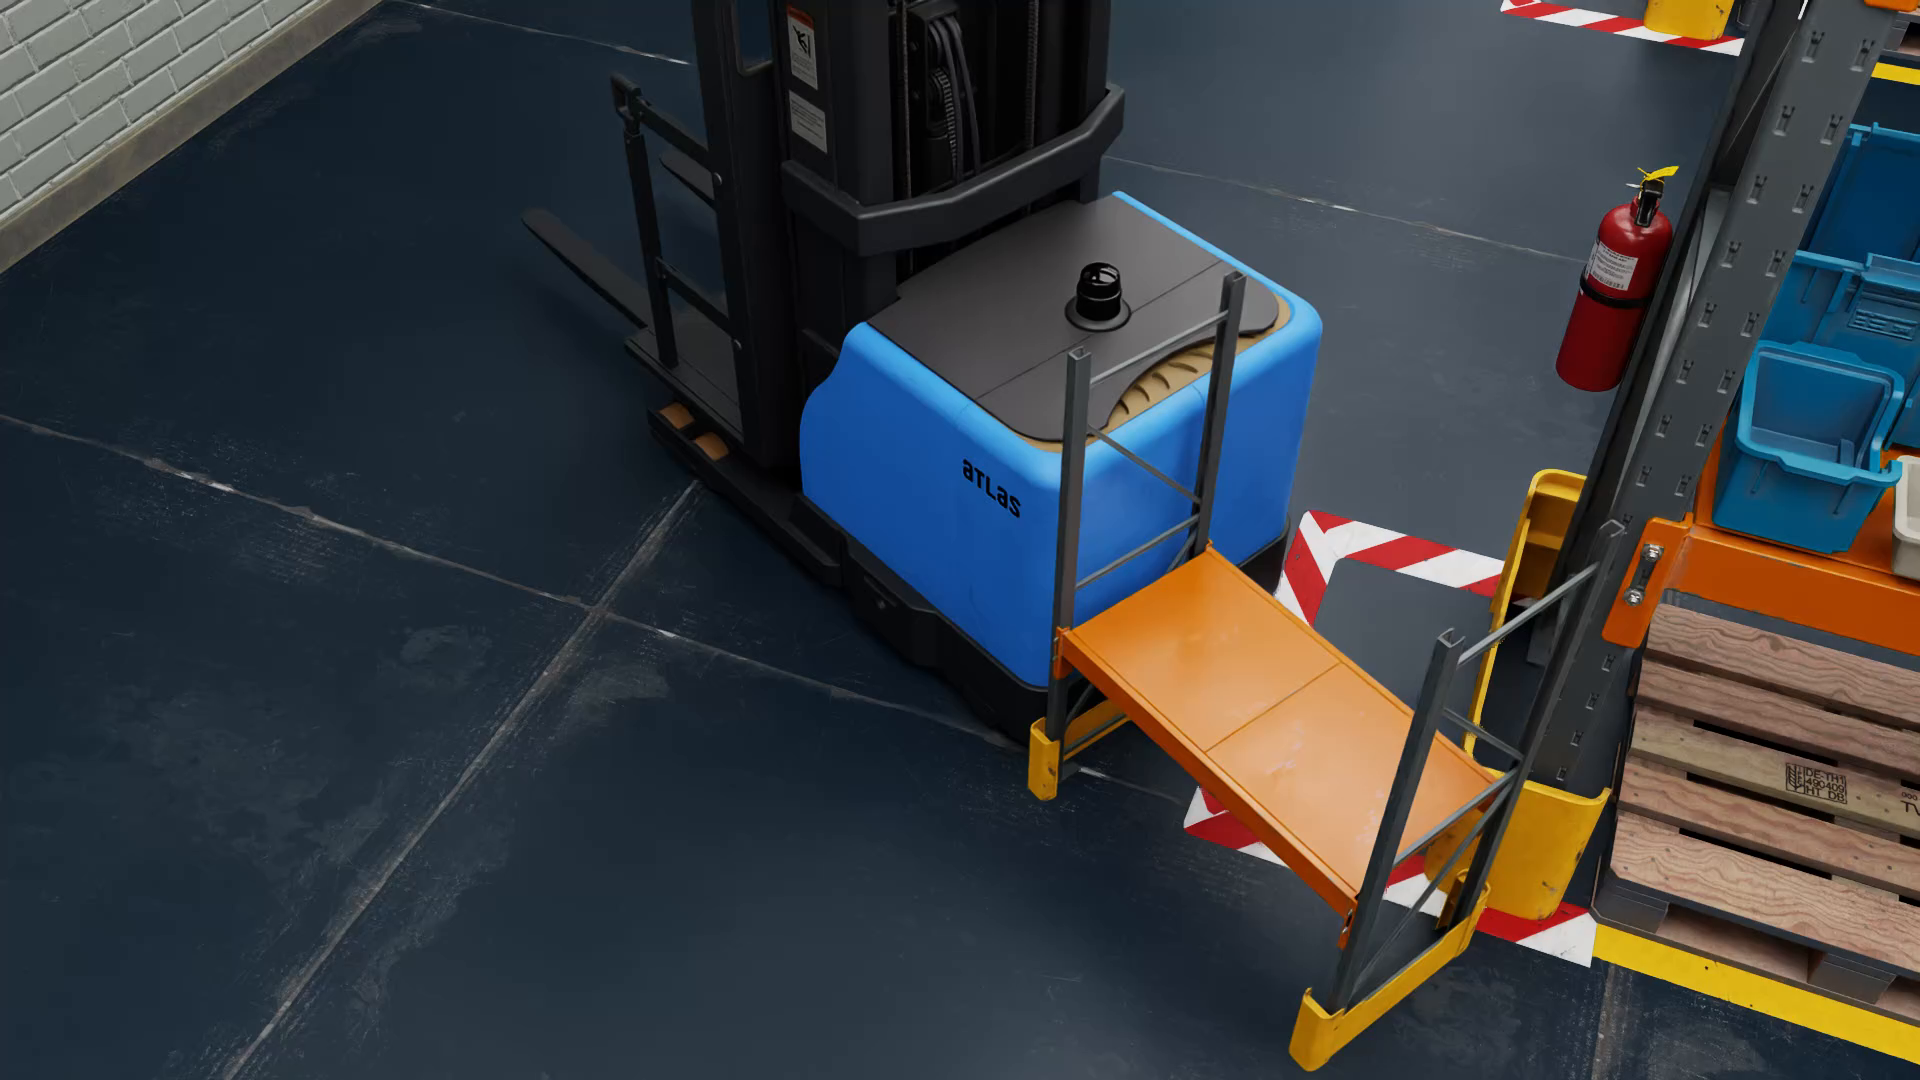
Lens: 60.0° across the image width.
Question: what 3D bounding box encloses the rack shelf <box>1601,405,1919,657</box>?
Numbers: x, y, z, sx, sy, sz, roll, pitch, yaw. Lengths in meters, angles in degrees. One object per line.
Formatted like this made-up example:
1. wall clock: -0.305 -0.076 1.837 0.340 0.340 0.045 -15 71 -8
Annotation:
1. rack shelf: 3.457 0.298 3.334 4.000 0.370 1.077 16 47 16

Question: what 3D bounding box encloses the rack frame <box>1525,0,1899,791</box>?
1. rack frame: 1.611 -0.500 3.626 0.127 3.000 1.000 16 47 16

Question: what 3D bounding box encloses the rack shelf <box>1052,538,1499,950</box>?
1. rack shelf: 0.744 0.449 3.990 0.538 0.185 1.000 -28 51 -26

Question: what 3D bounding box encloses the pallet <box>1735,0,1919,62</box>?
1. pallet: 4.286 -2.570 7.683 1.213 0.211 1.003 16 47 16

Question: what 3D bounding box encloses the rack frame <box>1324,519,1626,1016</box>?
1. rack frame: 1.053 0.607 3.577 0.500 1.500 0.032 -28 51 -26

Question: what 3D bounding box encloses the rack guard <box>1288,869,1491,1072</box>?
1. rack guard: 1.041 1.039 4.029 0.587 0.250 0.087 -28 51 -26

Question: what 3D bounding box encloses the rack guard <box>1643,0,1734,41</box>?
1. rack guard: 3.496 -2.845 7.755 0.348 0.500 1.175 16 47 16

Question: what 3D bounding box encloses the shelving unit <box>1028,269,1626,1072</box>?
1. shelving unit: 0.739 0.317 3.868 0.587 1.500 1.083 -28 51 -26

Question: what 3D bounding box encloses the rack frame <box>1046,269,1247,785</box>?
1. rack frame: 0.435 0.037 4.149 0.500 1.500 0.032 -28 51 -26

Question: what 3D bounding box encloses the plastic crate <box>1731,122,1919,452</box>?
1. plastic crate: 1.992 -0.565 3.623 0.499 0.435 0.616 16 47 16

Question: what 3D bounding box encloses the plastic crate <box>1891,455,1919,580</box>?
1. plastic crate: 1.976 -0.006 3.274 0.298 0.136 0.250 16 47 16

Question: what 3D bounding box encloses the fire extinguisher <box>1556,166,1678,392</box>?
1. fire extinguisher: 1.647 -0.678 4.124 0.183 0.674 0.296 16 47 16

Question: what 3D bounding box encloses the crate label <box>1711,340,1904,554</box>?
1. crate label: 1.712 -0.181 3.381 0.303 0.233 0.416 16 47 16

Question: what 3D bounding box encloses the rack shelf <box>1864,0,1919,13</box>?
1. rack shelf: 3.457 -0.766 2.276 4.000 0.370 1.077 16 47 16

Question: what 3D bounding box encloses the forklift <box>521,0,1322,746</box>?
1. forklift: -0.379 -1.434 4.613 1.130 2.935 3.031 -32 53 -28

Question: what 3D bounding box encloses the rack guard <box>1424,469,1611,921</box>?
1. rack guard: 1.584 0.388 4.506 0.348 0.500 1.175 16 47 16

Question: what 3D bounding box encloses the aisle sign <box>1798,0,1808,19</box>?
1. aisle sign: 1.430 -1.248 2.535 0.004 0.787 0.394 16 47 16

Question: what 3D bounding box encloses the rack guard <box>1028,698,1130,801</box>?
1. rack guard: 0.436 0.481 4.590 0.587 0.250 0.087 -28 51 -26

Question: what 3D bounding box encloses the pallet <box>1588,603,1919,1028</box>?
1. pallet: 2.357 0.737 4.359 1.213 0.211 1.003 16 47 16
